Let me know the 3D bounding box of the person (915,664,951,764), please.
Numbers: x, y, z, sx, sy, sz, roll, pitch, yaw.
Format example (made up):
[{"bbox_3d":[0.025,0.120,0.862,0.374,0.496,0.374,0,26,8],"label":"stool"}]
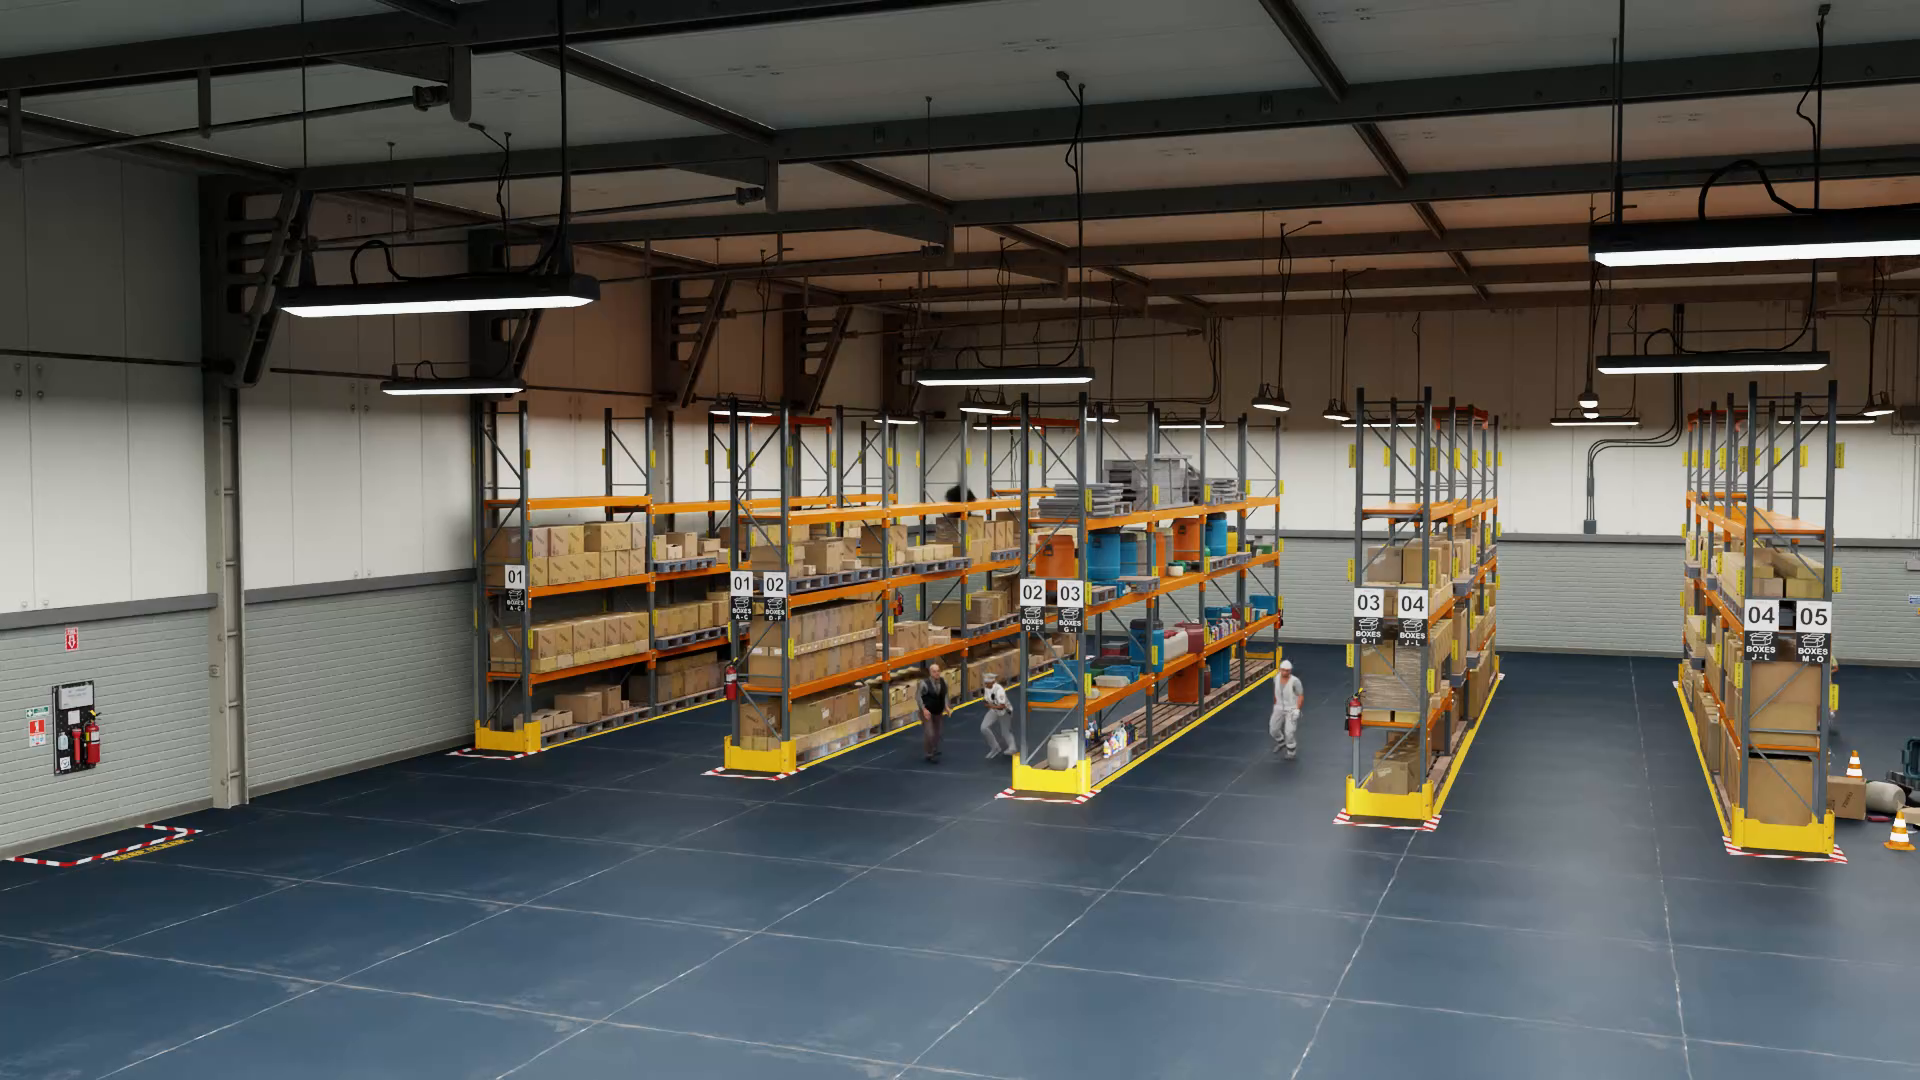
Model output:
[{"bbox_3d":[-0.490,2.850,27.476,0.659,1.667,0.775,-2,3,-30],"label":"person"}]

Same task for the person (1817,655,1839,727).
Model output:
[{"bbox_3d":[16.120,2.695,31.034,0.575,1.618,0.721,1,3,10],"label":"person"}]

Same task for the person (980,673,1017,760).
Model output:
[{"bbox_3d":[0.656,2.910,27.694,0.590,1.460,1.072,2,4,40],"label":"person"}]

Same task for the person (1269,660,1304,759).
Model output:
[{"bbox_3d":[5.418,2.801,27.523,0.663,1.681,0.692,2,3,36],"label":"person"}]
